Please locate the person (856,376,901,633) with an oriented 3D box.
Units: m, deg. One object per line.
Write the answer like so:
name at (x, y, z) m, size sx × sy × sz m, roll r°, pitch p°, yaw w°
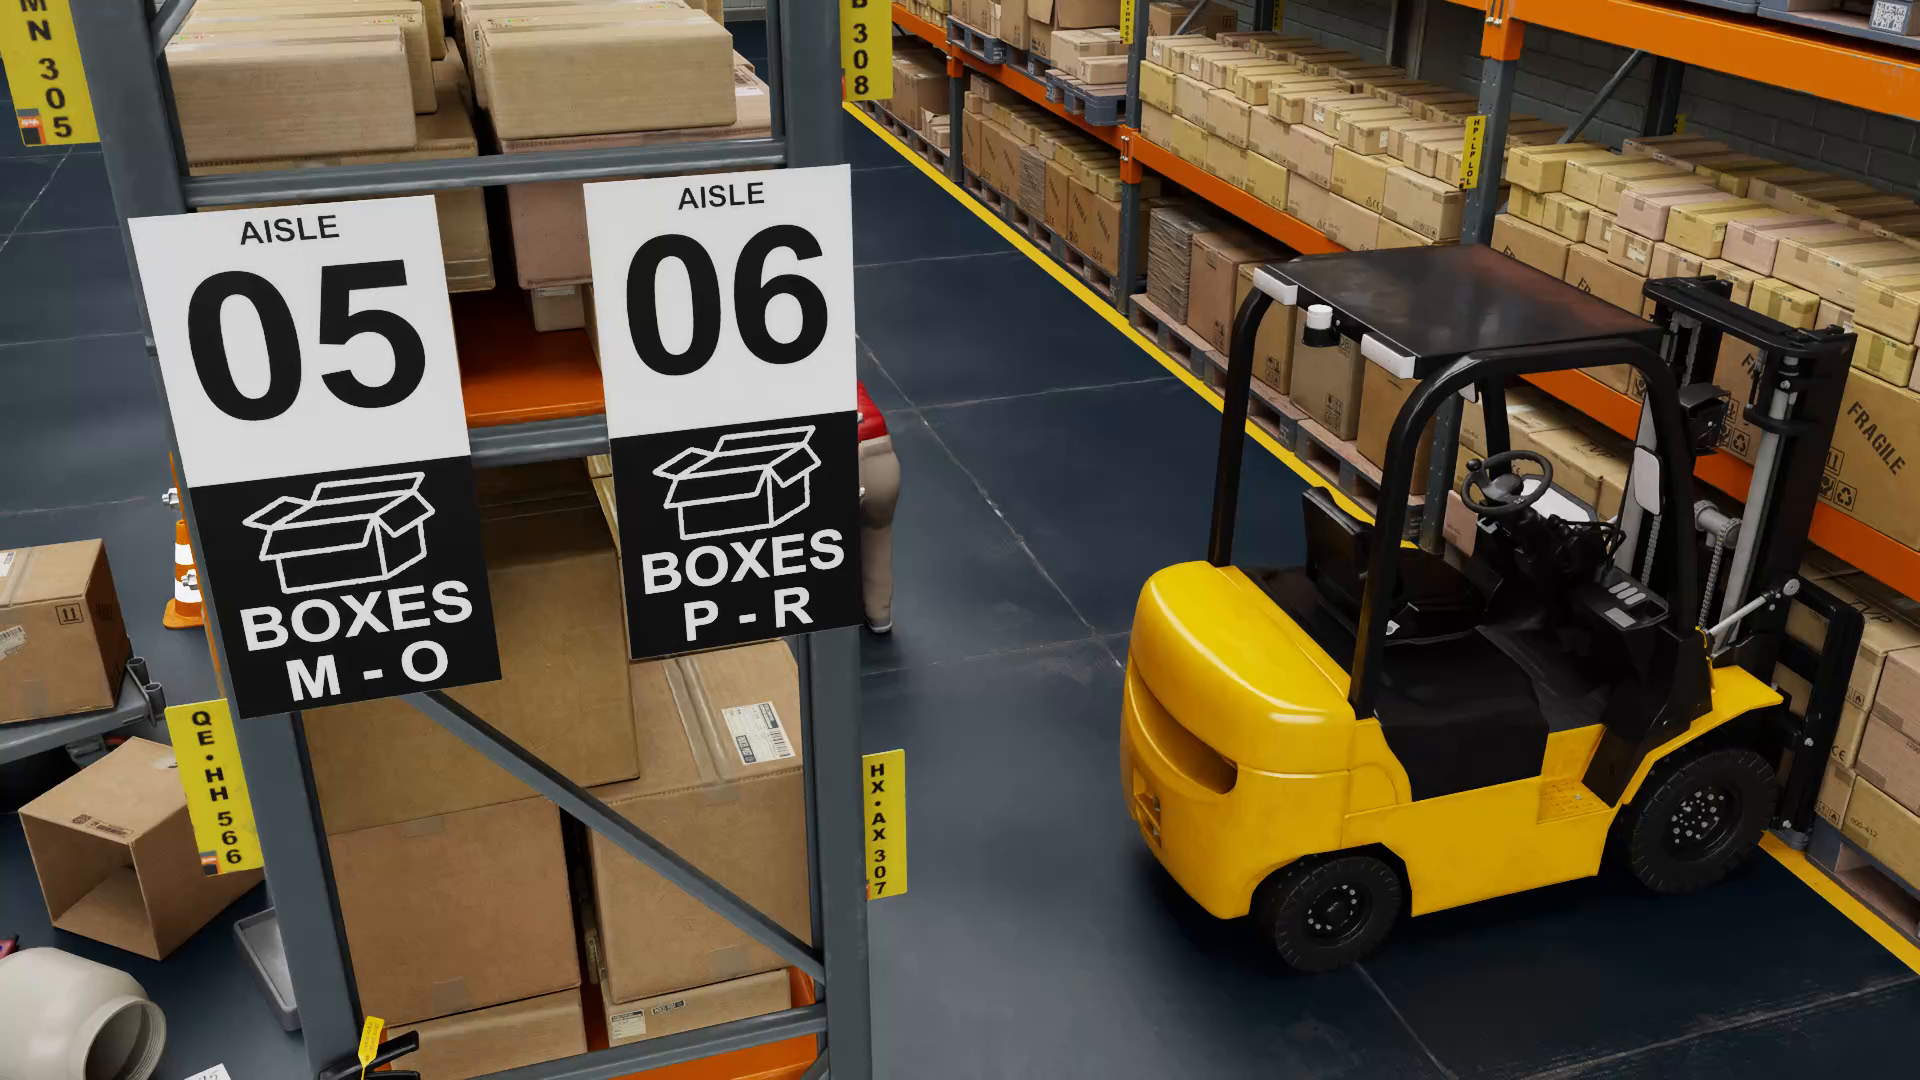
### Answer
person at (-0.583, -0.223, 7.640) m, size 0.496 × 1.243 × 0.916 m, roll -10°, pitch 28°, yaw -20°
